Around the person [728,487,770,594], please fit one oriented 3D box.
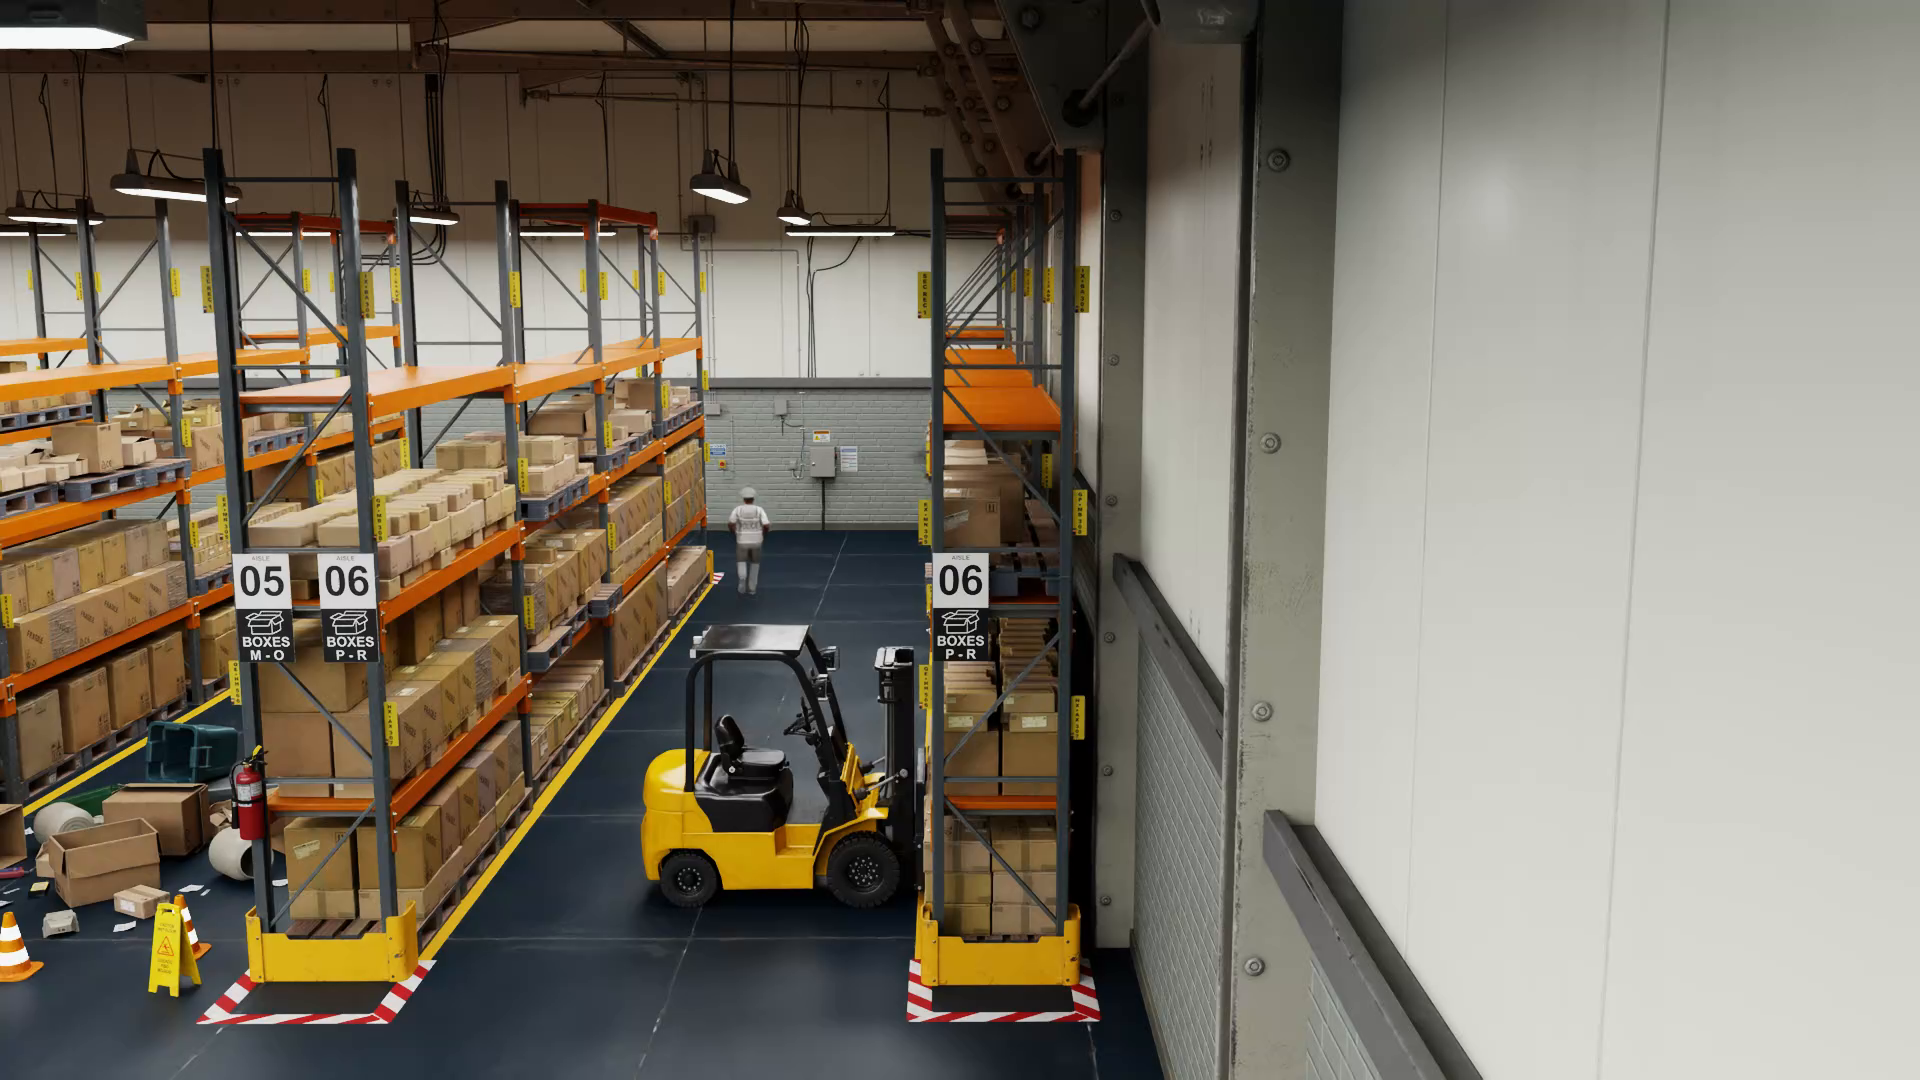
[{"bbox_3d":[-3.360,0.006,26.495,0.659,1.728,0.605,-1,9,-6],"label":"person"}]
